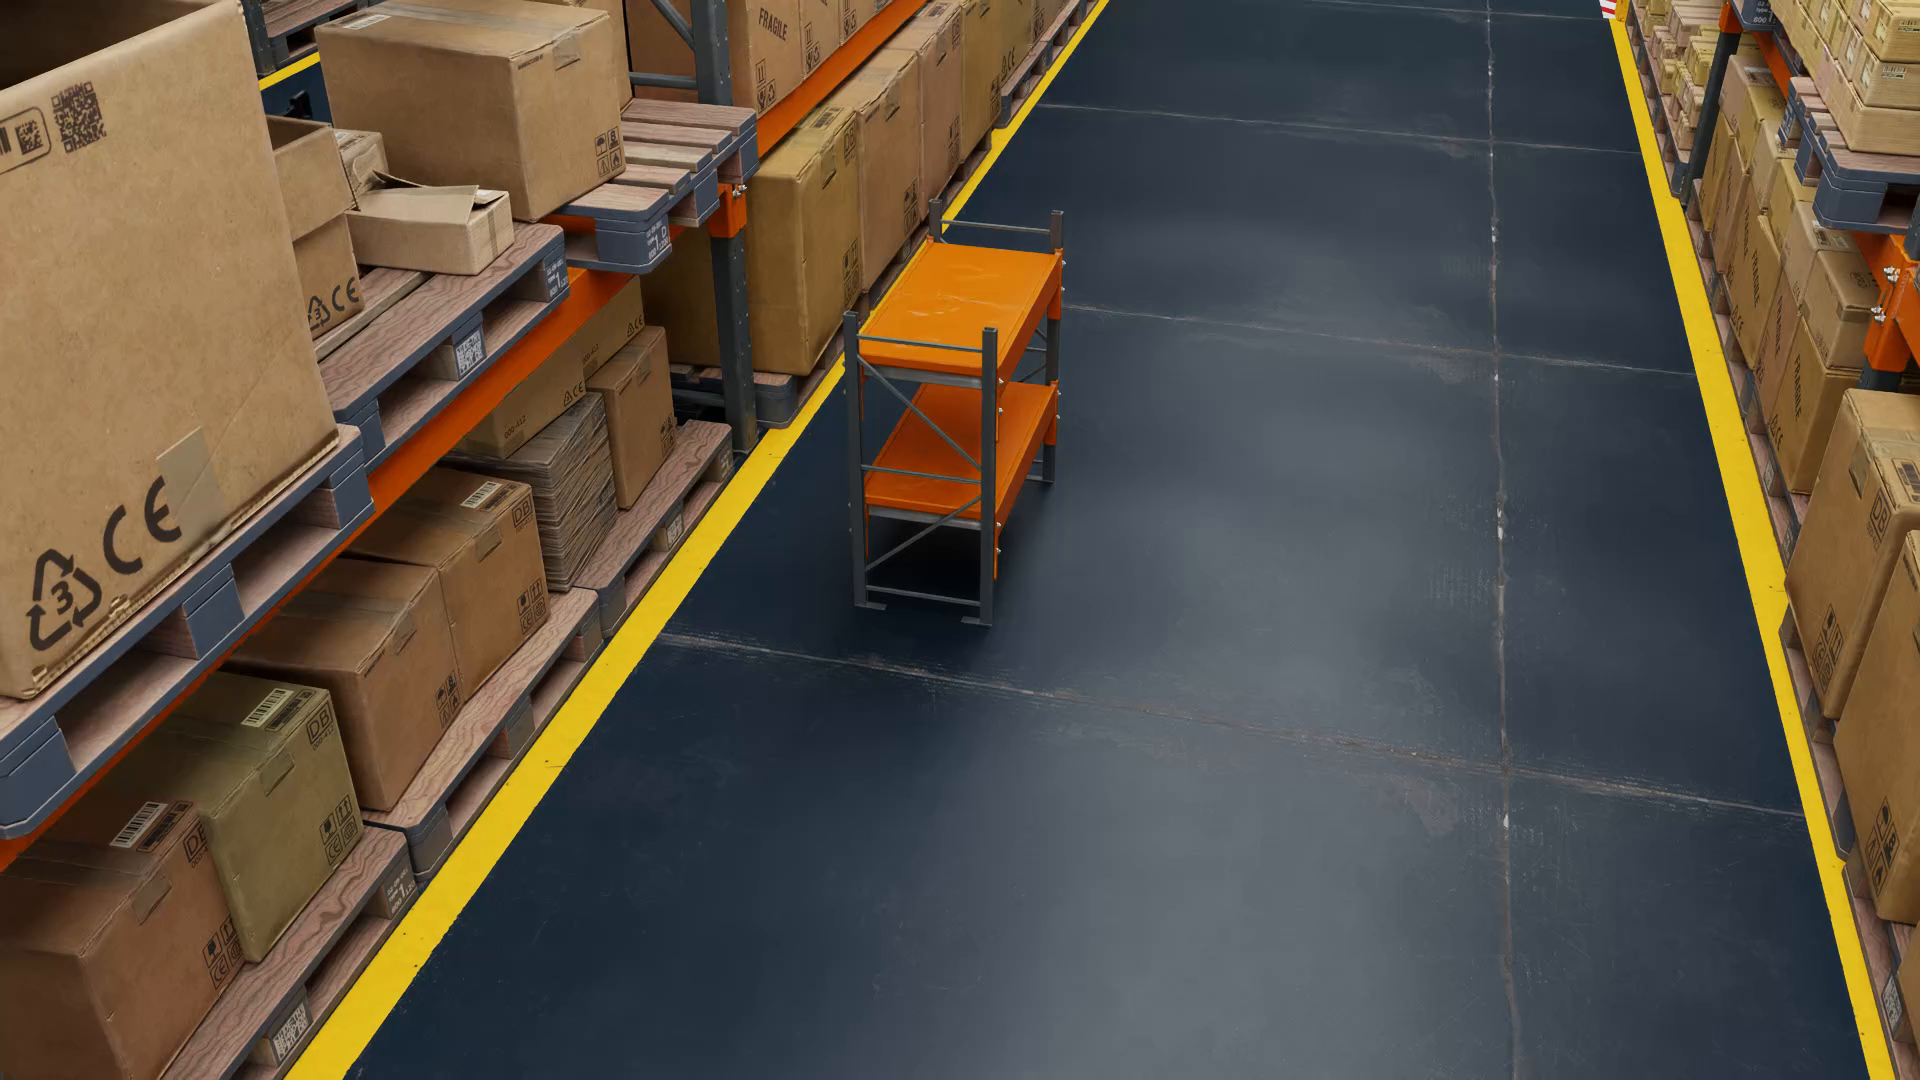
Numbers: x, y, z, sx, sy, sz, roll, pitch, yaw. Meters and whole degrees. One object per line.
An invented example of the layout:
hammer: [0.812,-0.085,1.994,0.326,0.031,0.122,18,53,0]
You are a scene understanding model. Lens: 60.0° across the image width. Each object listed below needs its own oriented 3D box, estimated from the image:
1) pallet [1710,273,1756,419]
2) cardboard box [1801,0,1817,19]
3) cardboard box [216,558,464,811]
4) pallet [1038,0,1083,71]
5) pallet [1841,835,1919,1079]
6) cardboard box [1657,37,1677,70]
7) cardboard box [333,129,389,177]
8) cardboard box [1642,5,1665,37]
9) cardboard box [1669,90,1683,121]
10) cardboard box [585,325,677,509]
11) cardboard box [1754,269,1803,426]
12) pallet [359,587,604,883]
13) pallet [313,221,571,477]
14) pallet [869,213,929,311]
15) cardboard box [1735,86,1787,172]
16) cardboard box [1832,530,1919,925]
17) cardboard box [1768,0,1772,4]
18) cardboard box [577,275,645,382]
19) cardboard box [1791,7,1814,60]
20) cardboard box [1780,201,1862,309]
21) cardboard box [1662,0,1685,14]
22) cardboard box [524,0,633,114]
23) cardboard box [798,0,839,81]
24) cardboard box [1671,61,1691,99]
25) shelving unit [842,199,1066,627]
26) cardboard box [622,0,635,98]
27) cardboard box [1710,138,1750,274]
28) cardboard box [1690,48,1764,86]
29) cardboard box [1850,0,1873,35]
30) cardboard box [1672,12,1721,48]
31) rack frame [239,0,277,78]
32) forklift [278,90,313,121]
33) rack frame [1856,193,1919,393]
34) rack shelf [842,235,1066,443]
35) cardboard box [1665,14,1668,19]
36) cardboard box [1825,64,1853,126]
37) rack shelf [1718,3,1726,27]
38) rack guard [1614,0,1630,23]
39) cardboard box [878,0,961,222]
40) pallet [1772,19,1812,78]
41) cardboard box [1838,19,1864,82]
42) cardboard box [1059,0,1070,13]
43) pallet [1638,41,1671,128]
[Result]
pallet: [3.951,-0.838,7.372,1.003,0.211,1.213,8,33,12]
cardboard box: [3.384,-2.028,6.210,0.380,0.149,0.250,8,33,12]
cardboard box: [-1.890,0.387,4.764,0.700,0.500,0.500,5,33,8]
pallet: [0.259,-3.624,11.754,1.003,0.211,1.213,8,33,12]
pallet: [2.855,1.228,4.122,1.003,0.211,1.213,8,33,12]
cardboard box: [4.648,-3.071,10.551,0.380,0.149,0.250,8,33,12]
cardboard box: [-1.980,-0.982,4.747,0.500,0.250,0.500,7,33,11]
cardboard box: [4.813,-3.481,11.196,0.380,0.149,0.250,8,33,13]
cardboard box: [4.376,-2.548,9.728,0.380,0.149,0.250,7,33,11]
cardboard box: [-1.483,-0.487,6.140,0.700,0.500,0.500,6,33,10]
cardboard box: [3.489,-0.747,6.568,0.500,0.500,0.500,9,34,14]
pallet: [-1.844,0.507,5.256,1.003,0.211,1.213,8,33,12]
pallet: [-1.795,-0.593,4.565,1.003,0.211,1.213,8,33,12]
pallet: [-0.748,-1.560,8.507,1.003,0.211,1.213,8,33,12]
cardboard box: [3.879,-1.869,7.634,0.500,0.250,0.500,9,34,14]
cardboard box: [2.979,0.551,4.292,1.050,0.750,0.750,9,33,13]
cardboard box: [3.584,-2.305,6.923,0.380,0.149,0.250,7,33,12]
cardboard box: [-1.473,-0.802,5.936,0.500,0.250,0.500,9,34,14]
cardboard box: [3.383,-1.899,6.284,0.380,0.149,0.250,7,33,10]
cardboard box: [3.477,-1.072,6.379,0.500,0.250,0.500,8,33,13]
cardboard box: [4.693,-3.444,10.583,0.380,0.149,0.250,9,33,13]
cardboard box: [-1.431,-1.640,5.549,0.500,0.500,0.500,4,33,6]
cardboard box: [-0.817,-2.232,6.871,0.500,0.500,0.500,7,33,11]
cardboard box: [4.335,-2.644,9.602,0.380,0.149,0.250,7,33,11]
shelving unit: [0.002,-0.478,5.954,0.538,1.125,1.048,8,33,12]
cardboard box: [-1.447,-2.038,6.567,0.500,0.500,0.500,9,34,14]
cardboard box: [3.878,-1.555,7.838,0.500,0.500,0.500,10,34,15]
cardboard box: [4.320,-2.638,9.314,0.380,0.149,0.250,8,33,13]
cardboard box: [3.187,-1.748,5.491,0.380,0.149,0.250,8,33,12]
cardboard box: [4.497,-3.045,9.955,0.380,0.149,0.250,6,33,10]
rack frame: [-5.108,-4.456,10.464,1.000,3.000,0.127,8,33,12]
forklift: [-3.064,-1.682,6.164,1.130,2.935,3.031,2,32,3]
rack frame: [3.440,-0.979,4.994,1.000,3.000,0.127,8,33,12]
rack shelf: [0.002,-0.725,5.797,0.538,0.278,1.000,8,33,12]
cardboard box: [4.842,-3.450,10.870,0.380,0.149,0.250,6,33,10]
cardboard box: [3.185,-1.497,5.652,0.380,0.149,0.250,8,33,12]
rack shelf: [4.962,-3.789,10.084,1.077,0.370,4.000,8,33,12]
rack guard: [5.451,-4.036,12.132,1.175,0.500,0.348,8,33,12]
cardboard box: [-0.686,-2.264,8.604,1.225,0.875,0.875,7,33,11]
pallet: [3.902,-1.931,6.670,1.003,0.211,1.213,8,33,12]
cardboard box: [3.191,-1.633,5.588,0.380,0.149,0.250,9,34,14]
cardboard box: [0.382,-4.323,11.844,0.875,0.875,0.875,8,33,12]
pallet: [4.899,-2.866,10.562,1.003,0.211,1.213,8,33,12]
